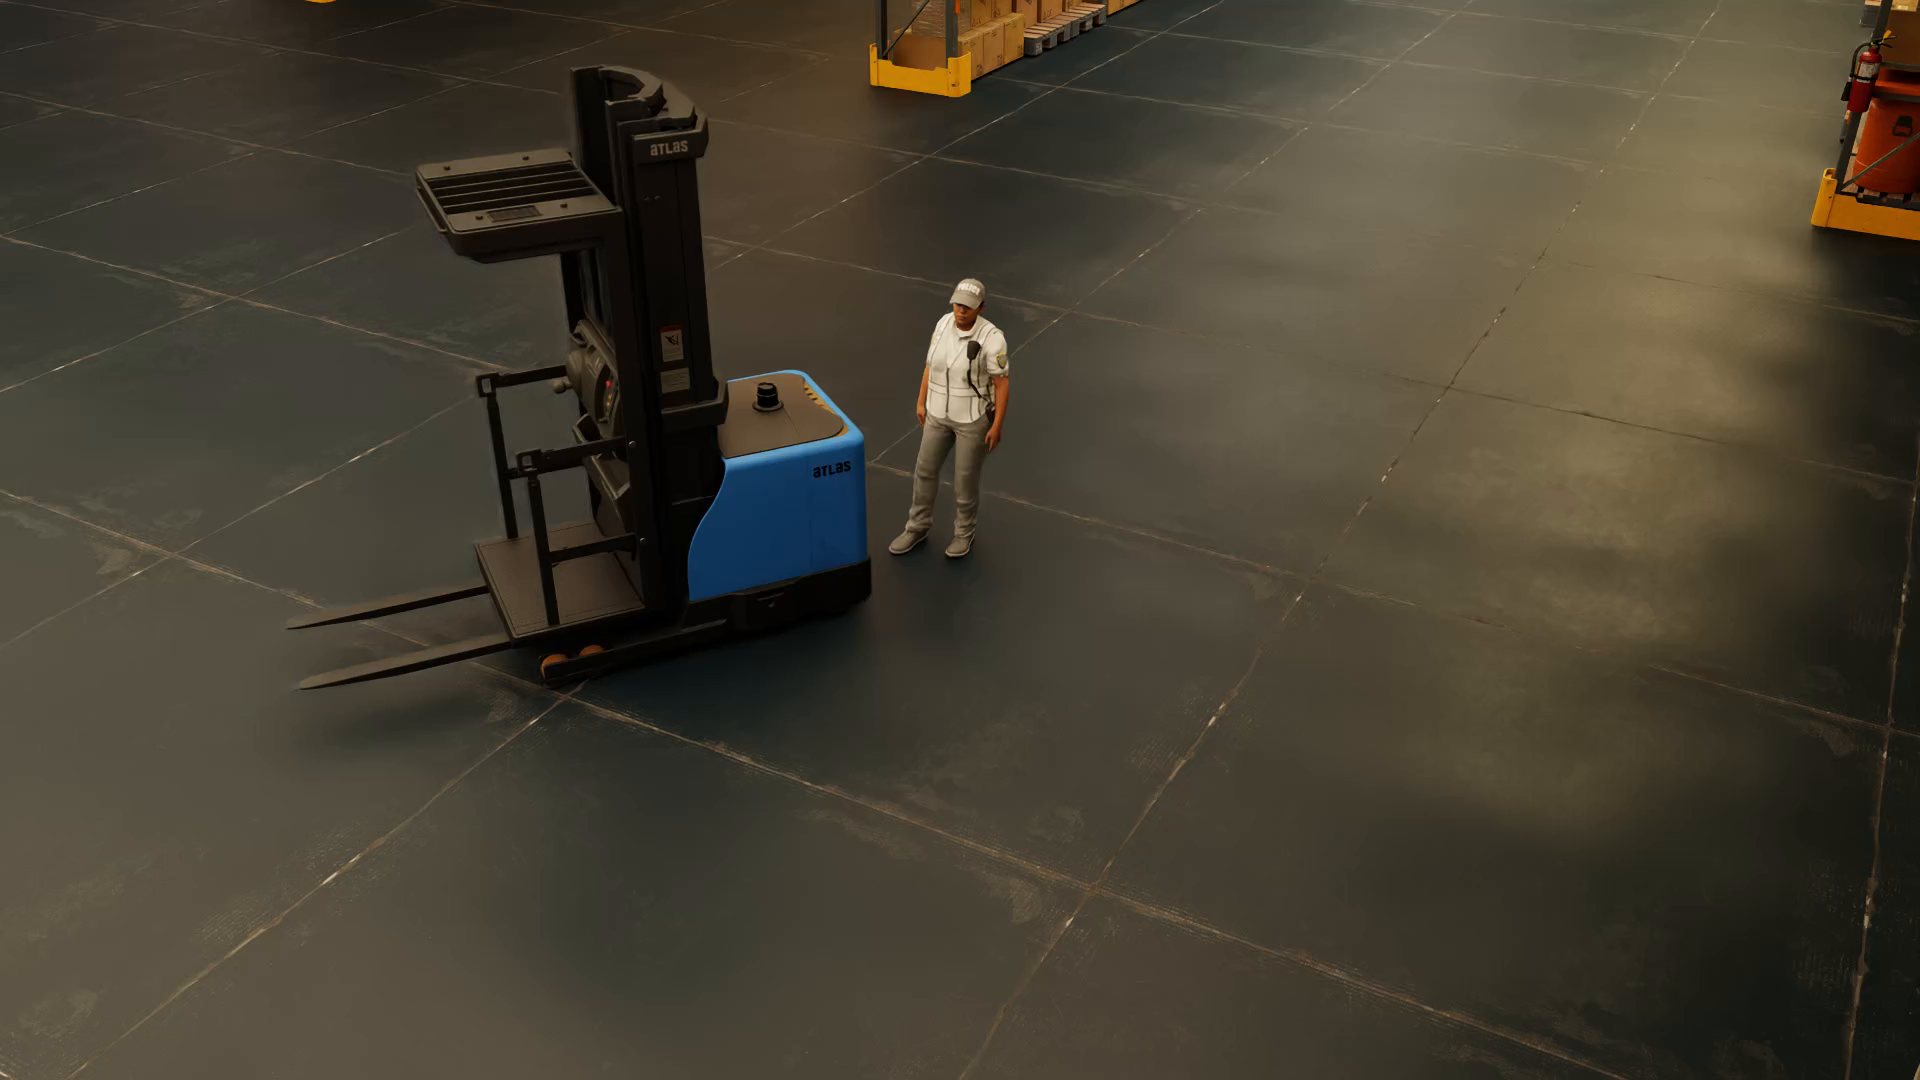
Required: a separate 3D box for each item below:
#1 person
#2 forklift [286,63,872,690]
[{"bbox_3d":[-0.048,-0.678,9.517,0.621,1.669,0.525,16,34,26],"label":"person"},{"bbox_3d":[-2.056,-0.808,8.471,3.031,2.935,1.130,-13,33,-22],"label":"forklift"}]
